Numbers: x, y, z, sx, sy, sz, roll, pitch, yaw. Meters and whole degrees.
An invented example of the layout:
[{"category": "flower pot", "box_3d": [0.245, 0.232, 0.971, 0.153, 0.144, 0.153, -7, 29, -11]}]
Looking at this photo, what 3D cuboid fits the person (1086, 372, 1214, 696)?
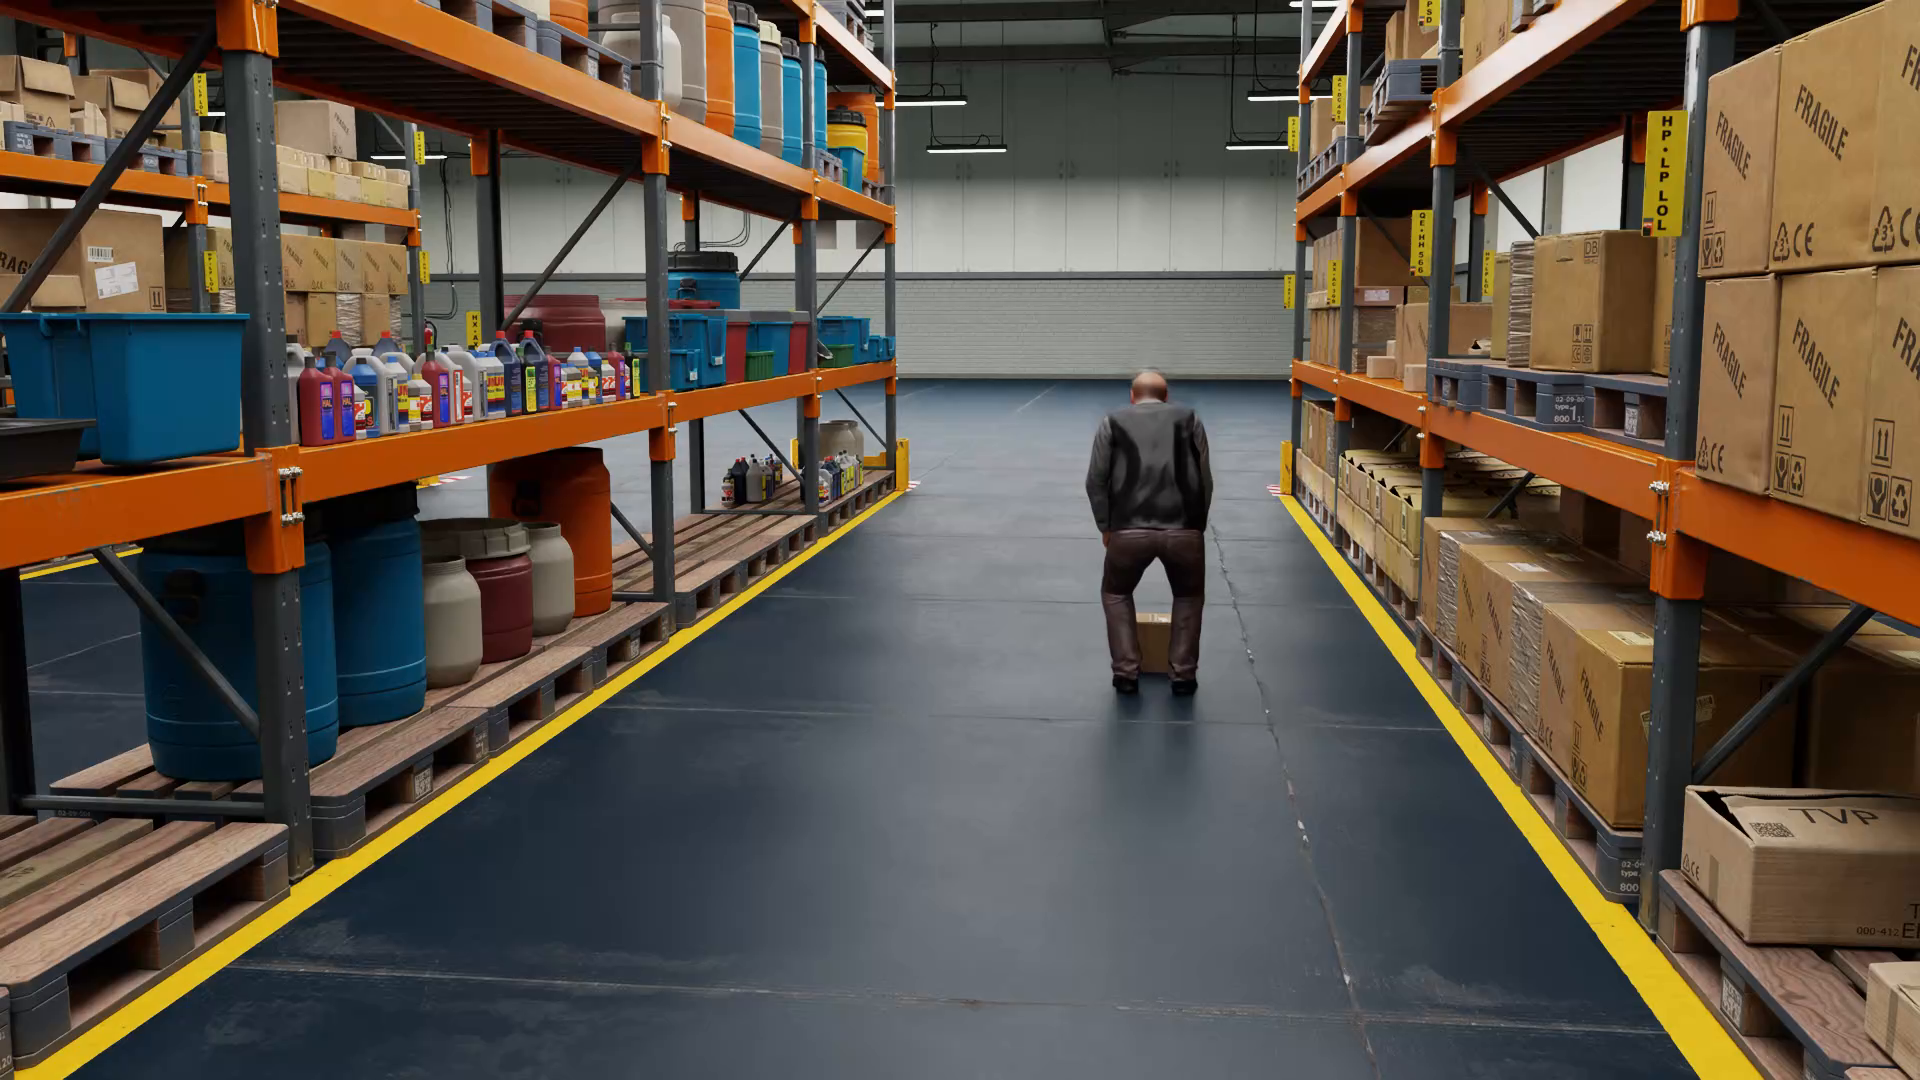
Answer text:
[{"category": "person", "box_3d": [0.868, -0.033, 7.657, 0.590, 1.461, 0.670, 1, 8, 7]}]
